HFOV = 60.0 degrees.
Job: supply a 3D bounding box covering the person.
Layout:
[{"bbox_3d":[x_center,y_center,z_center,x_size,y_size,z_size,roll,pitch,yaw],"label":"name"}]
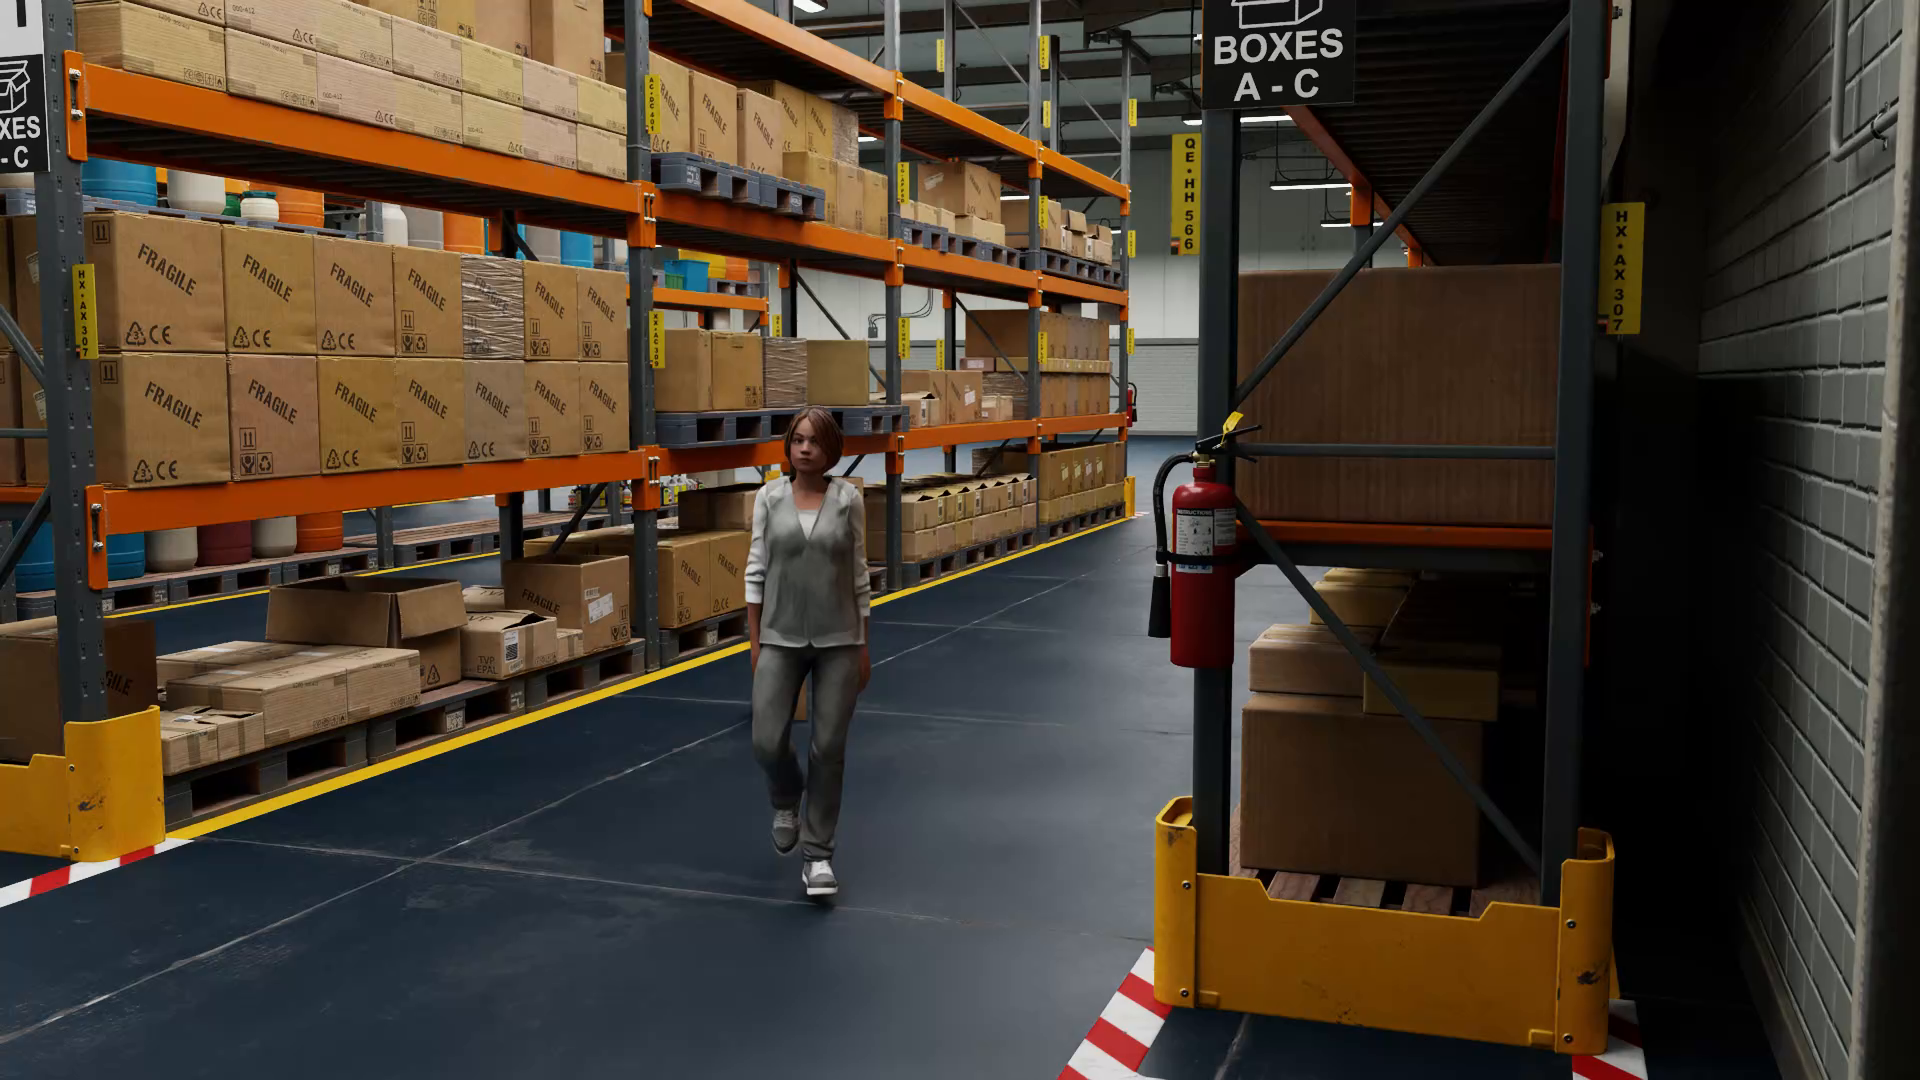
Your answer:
[{"bbox_3d":[-0.501,0.352,5.512,0.418,1.585,0.501,0,5,-2],"label":"person"}]
